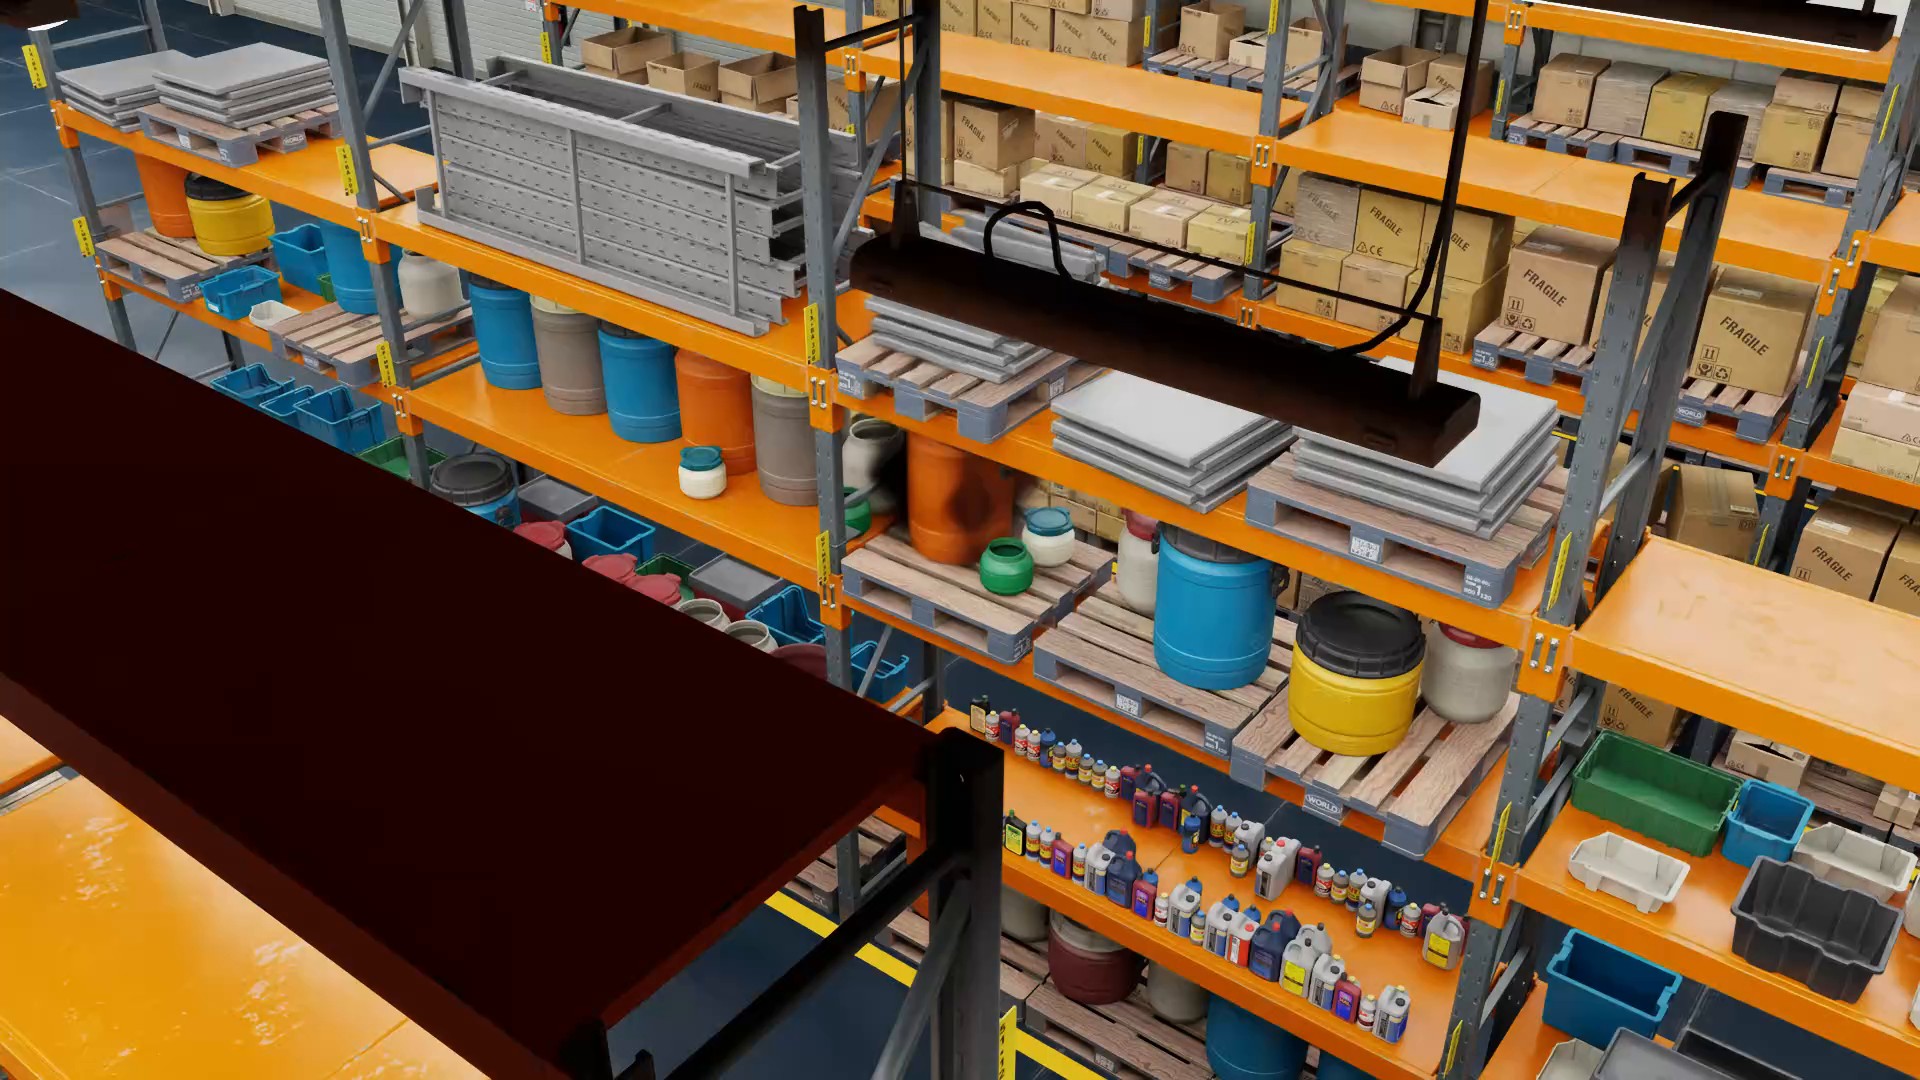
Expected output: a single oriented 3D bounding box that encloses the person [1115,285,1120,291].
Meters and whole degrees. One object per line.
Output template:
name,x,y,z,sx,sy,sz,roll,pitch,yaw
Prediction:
person,-0.894,5.346,4.812,14.054,1.808,29.230,-9,33,-14
